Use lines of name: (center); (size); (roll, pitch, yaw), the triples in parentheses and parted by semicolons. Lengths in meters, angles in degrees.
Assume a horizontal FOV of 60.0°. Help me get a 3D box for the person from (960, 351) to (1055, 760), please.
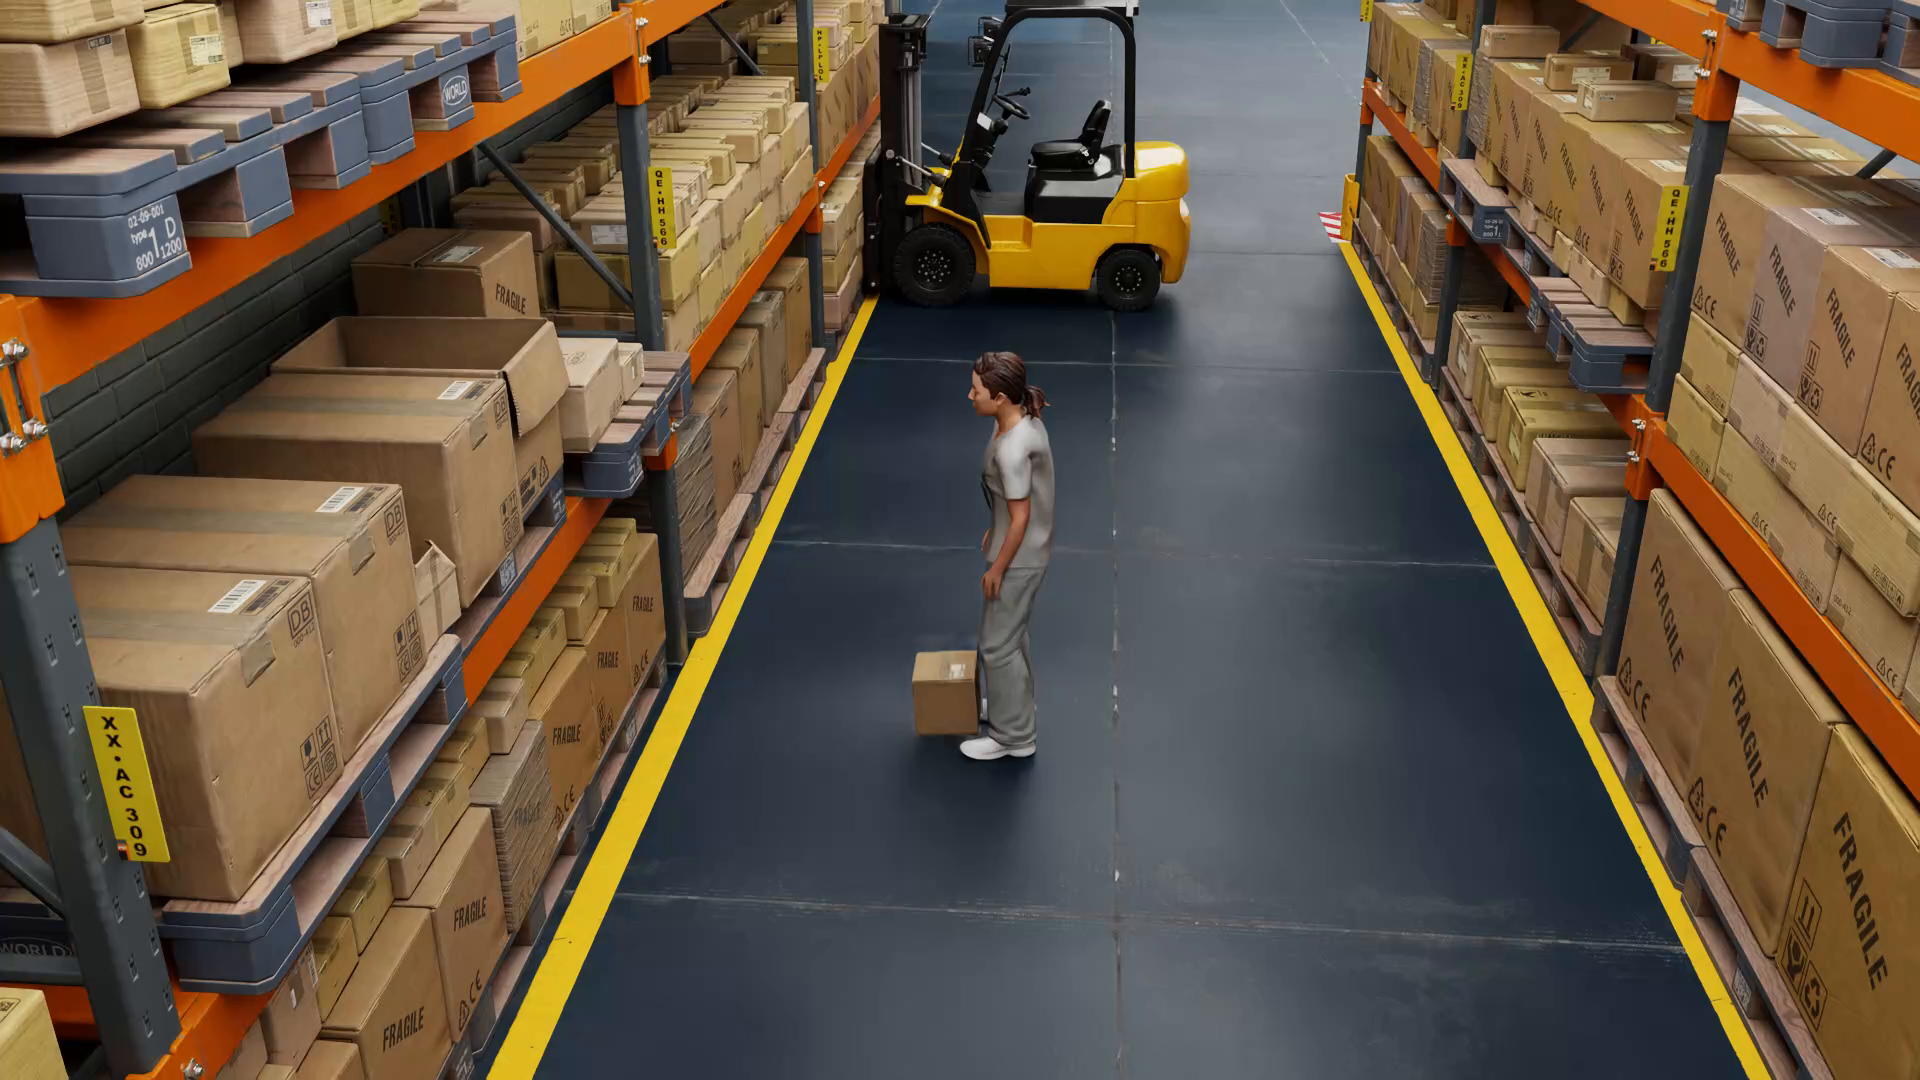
person: (0.184, 0.059, 6.476); (0.360, 1.674, 0.483); (1, 25, 2)
